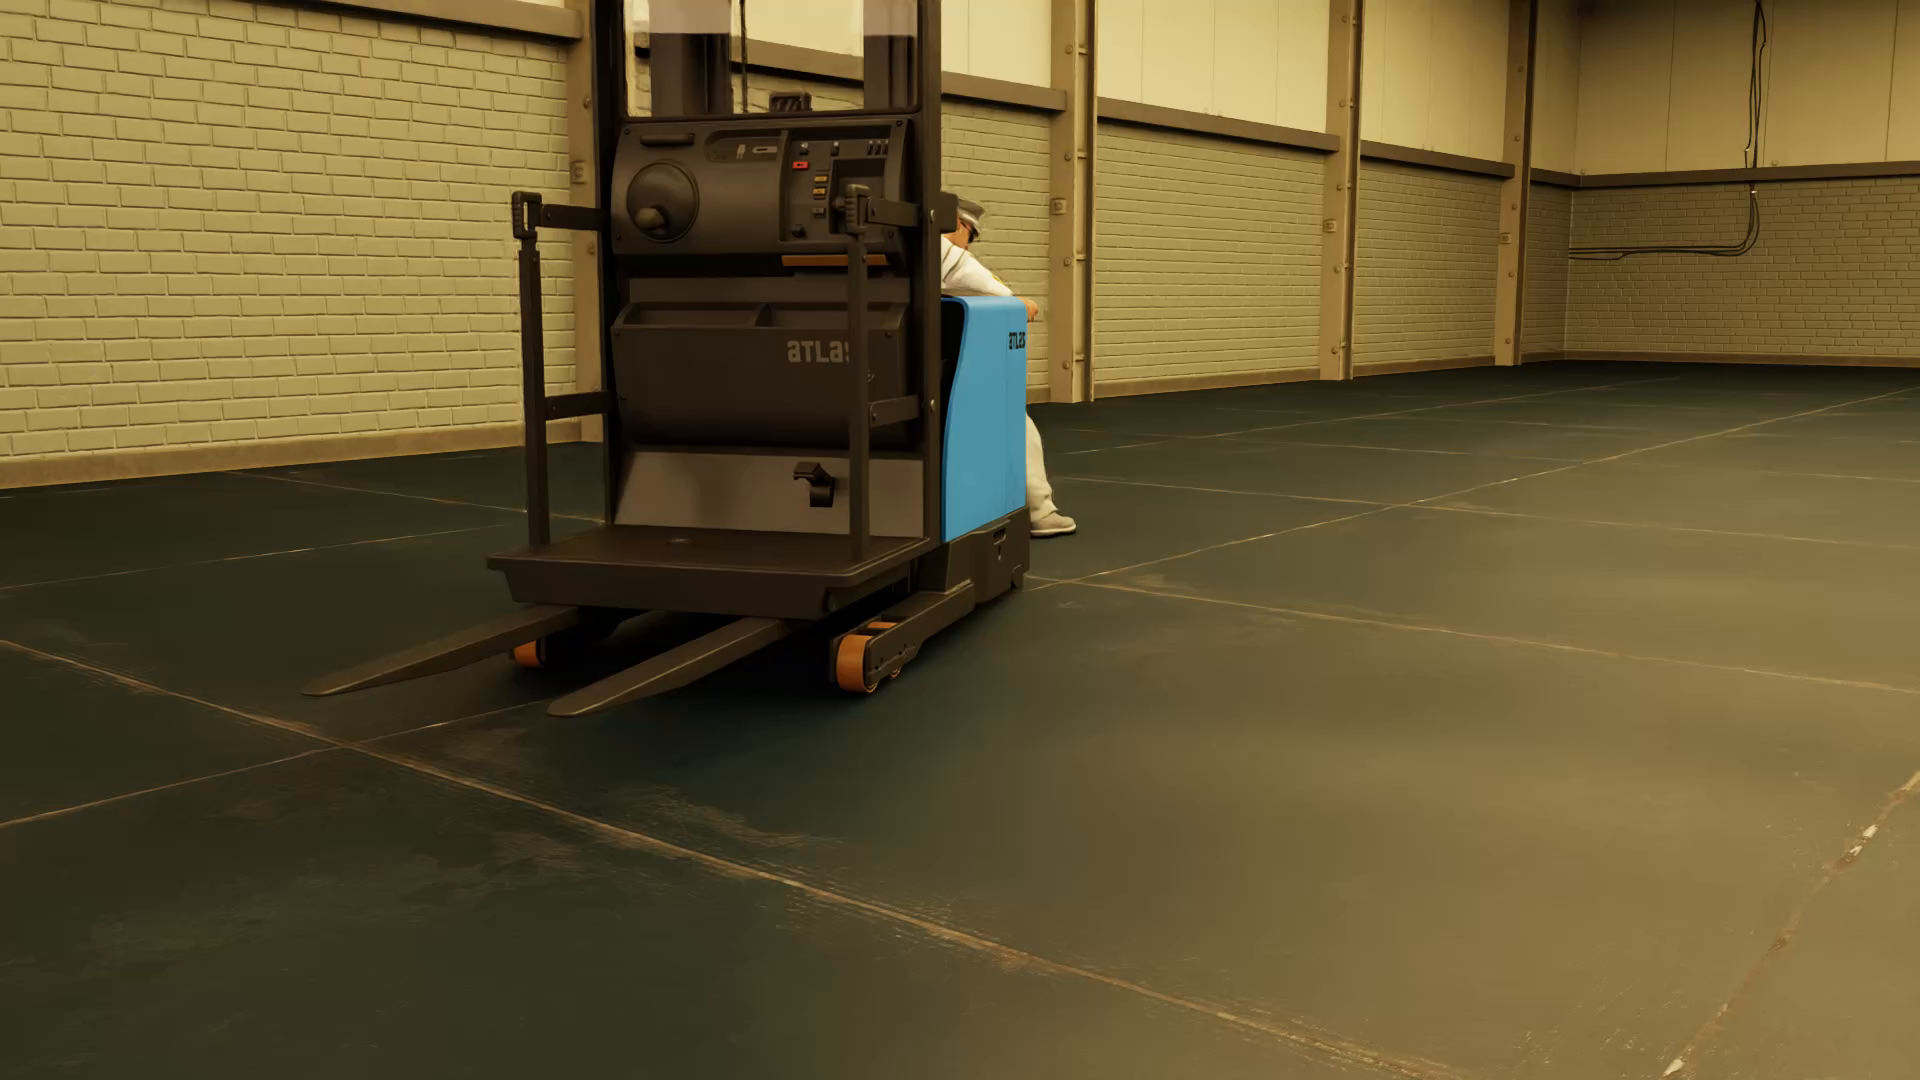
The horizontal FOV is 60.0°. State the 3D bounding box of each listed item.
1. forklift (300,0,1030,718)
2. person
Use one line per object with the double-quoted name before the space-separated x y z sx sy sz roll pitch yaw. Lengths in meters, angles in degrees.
"forklift" -0.666 -1.094 4.757 1.130 2.935 3.031 3 9 17
"person" -0.027 -0.816 7.720 0.746 1.521 1.144 -8 11 -43
